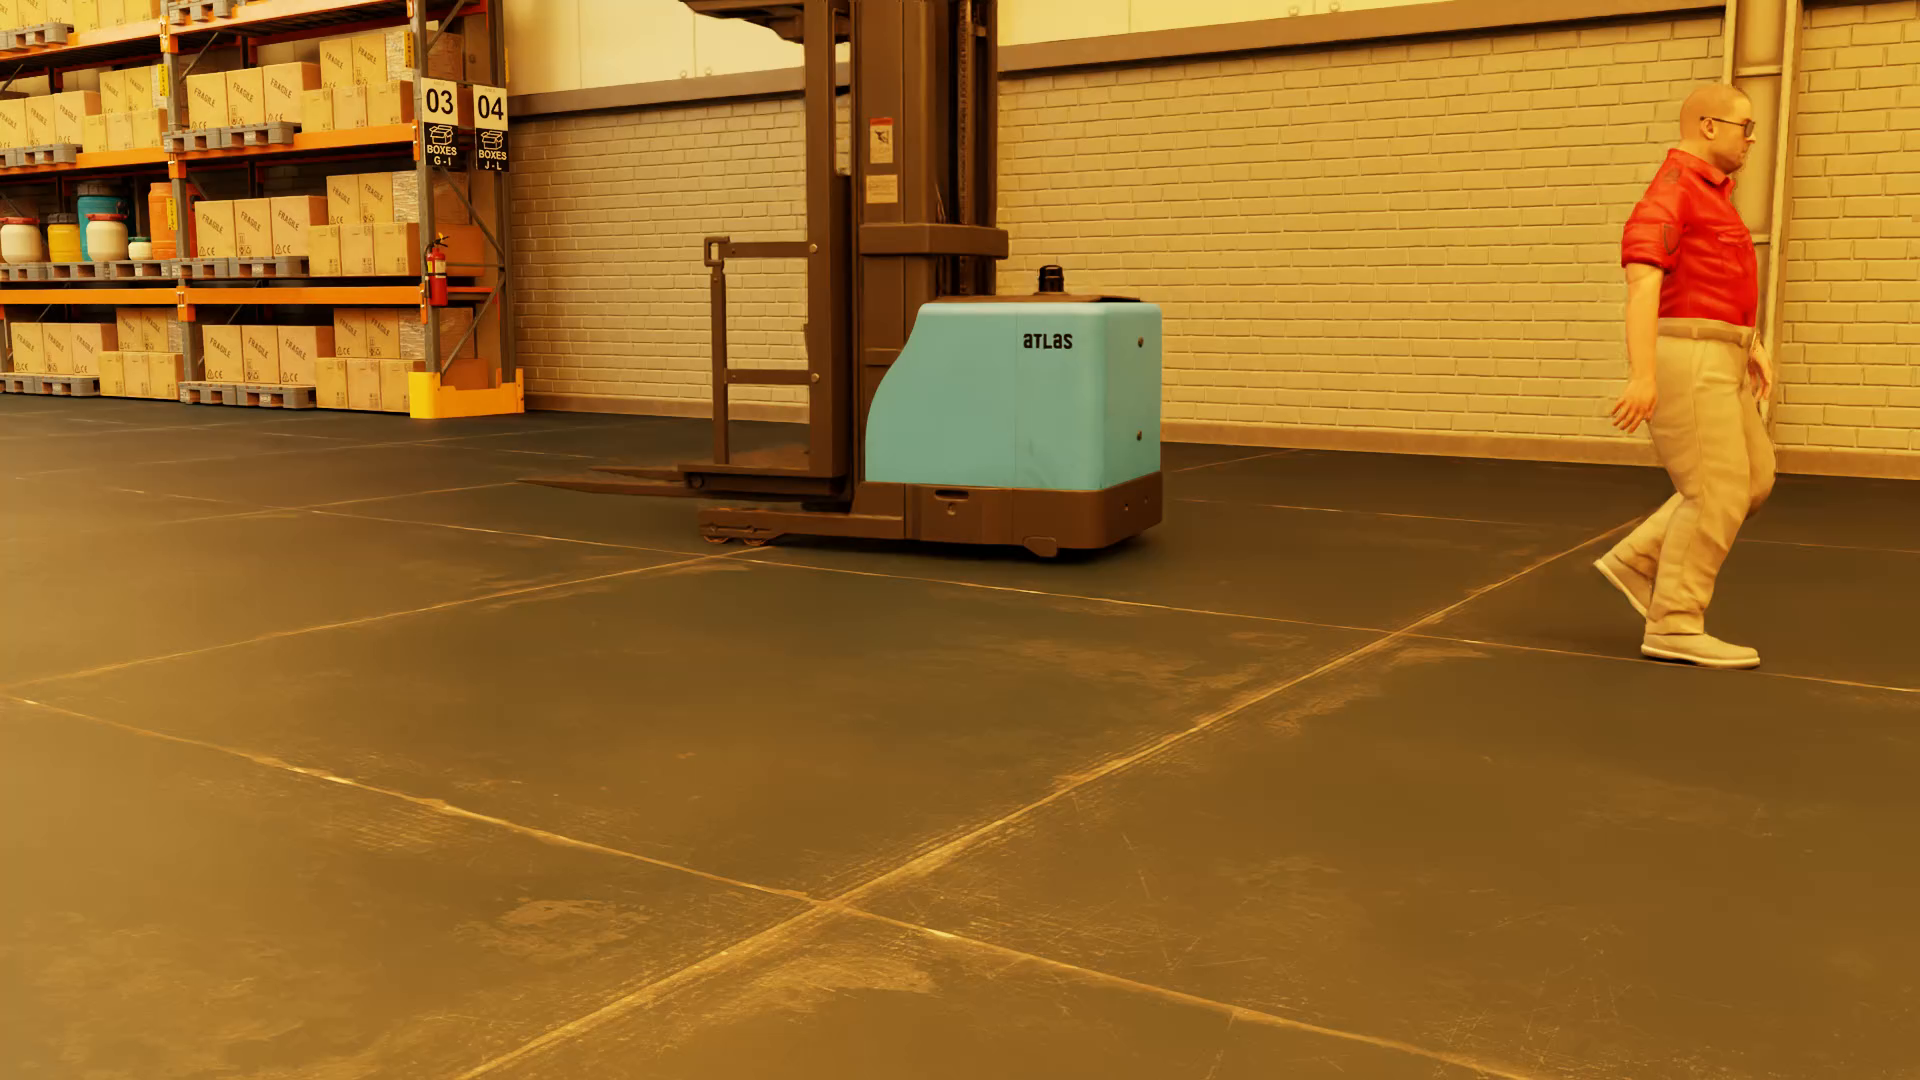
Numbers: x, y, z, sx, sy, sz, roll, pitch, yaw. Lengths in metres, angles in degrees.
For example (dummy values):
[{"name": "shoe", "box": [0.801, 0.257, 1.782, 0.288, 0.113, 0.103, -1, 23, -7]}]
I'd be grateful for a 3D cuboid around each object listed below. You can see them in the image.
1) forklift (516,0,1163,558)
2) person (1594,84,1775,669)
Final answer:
[{"name": "forklift", "box": [-0.635, -1.486, 7.645, 3.031, 2.935, 1.130, 3, 9, 22]}, {"name": "person", "box": [2.195, -0.493, 5.015, 0.507, 1.708, 0.735, 4, 9, 27]}]
